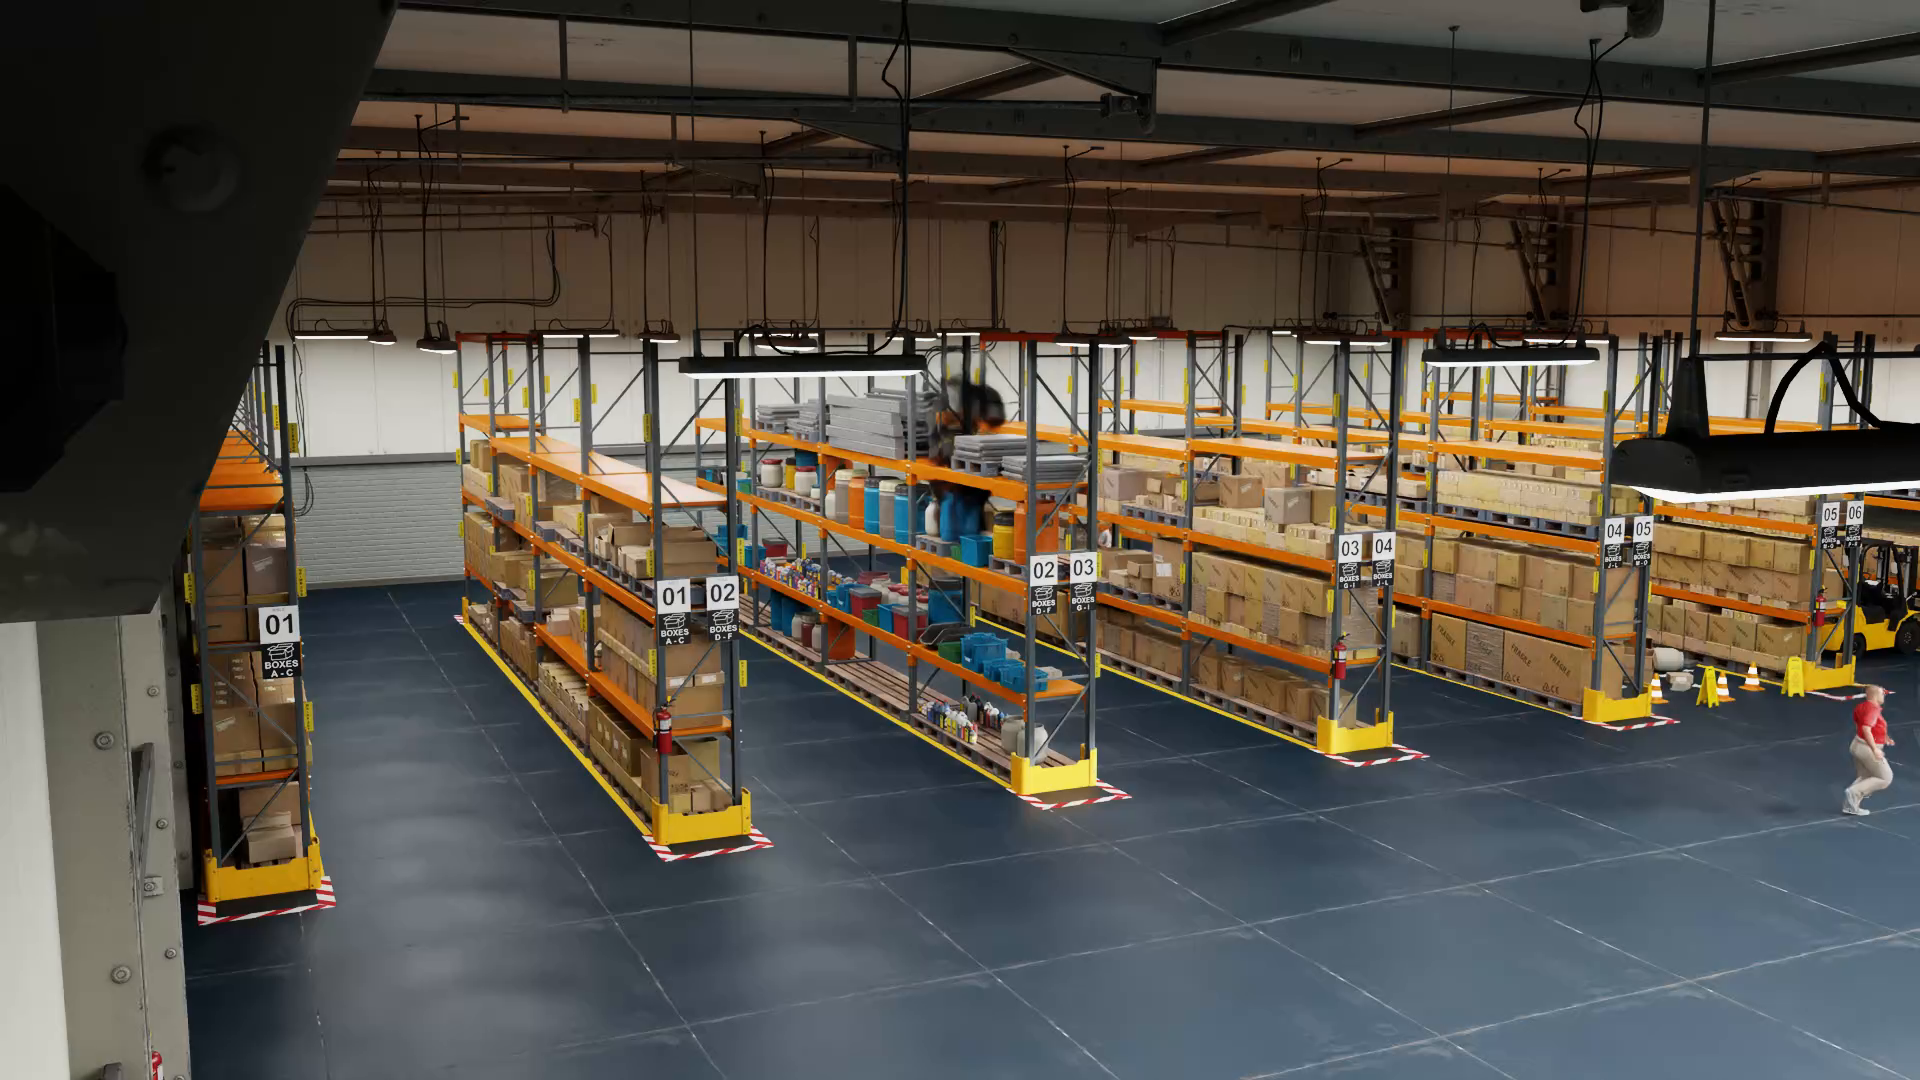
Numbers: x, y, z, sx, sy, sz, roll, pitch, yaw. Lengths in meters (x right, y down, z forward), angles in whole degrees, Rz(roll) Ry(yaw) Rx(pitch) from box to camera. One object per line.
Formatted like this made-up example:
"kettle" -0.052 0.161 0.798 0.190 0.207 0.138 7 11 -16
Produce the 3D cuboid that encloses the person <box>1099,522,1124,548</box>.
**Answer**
"person" 3.390 0.391 37.484 0.674 1.814 0.979 -3 8 -20

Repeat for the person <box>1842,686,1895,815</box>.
"person" 11.542 2.673 21.064 0.631 1.675 0.653 1 8 7
